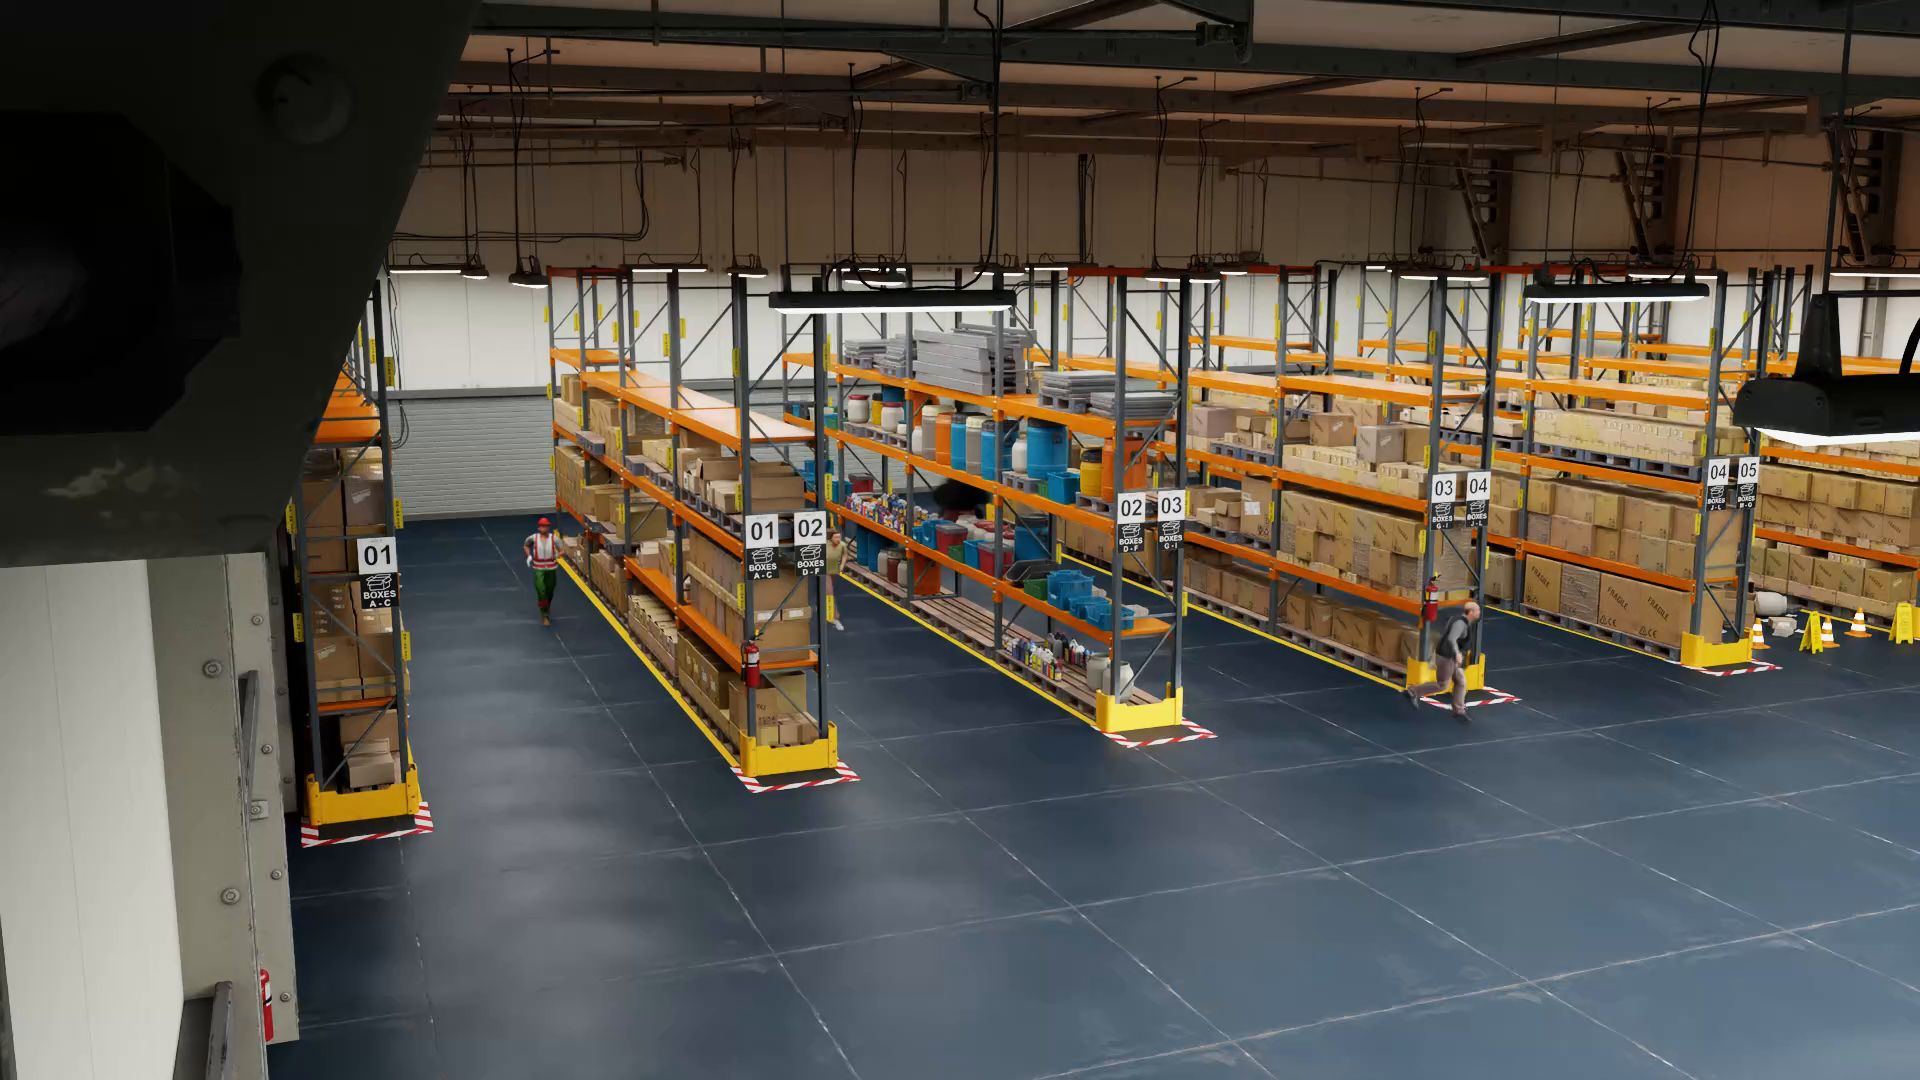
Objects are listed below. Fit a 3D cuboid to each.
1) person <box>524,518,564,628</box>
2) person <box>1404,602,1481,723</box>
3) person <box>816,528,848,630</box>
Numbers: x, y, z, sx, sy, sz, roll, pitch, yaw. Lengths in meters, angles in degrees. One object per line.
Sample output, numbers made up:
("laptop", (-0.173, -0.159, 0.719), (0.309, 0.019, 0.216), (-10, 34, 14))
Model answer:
("person", (-7.095, 0.511, 28.450), (0.644, 1.805, 0.983), (-4, 11, -19))
("person", (6.547, 1.640, 22.618), (0.955, 1.677, 0.676), (2, 10, 11))
("person", (-2.165, 0.580, 27.179), (0.615, 1.653, 0.906), (-5, 11, -24))
